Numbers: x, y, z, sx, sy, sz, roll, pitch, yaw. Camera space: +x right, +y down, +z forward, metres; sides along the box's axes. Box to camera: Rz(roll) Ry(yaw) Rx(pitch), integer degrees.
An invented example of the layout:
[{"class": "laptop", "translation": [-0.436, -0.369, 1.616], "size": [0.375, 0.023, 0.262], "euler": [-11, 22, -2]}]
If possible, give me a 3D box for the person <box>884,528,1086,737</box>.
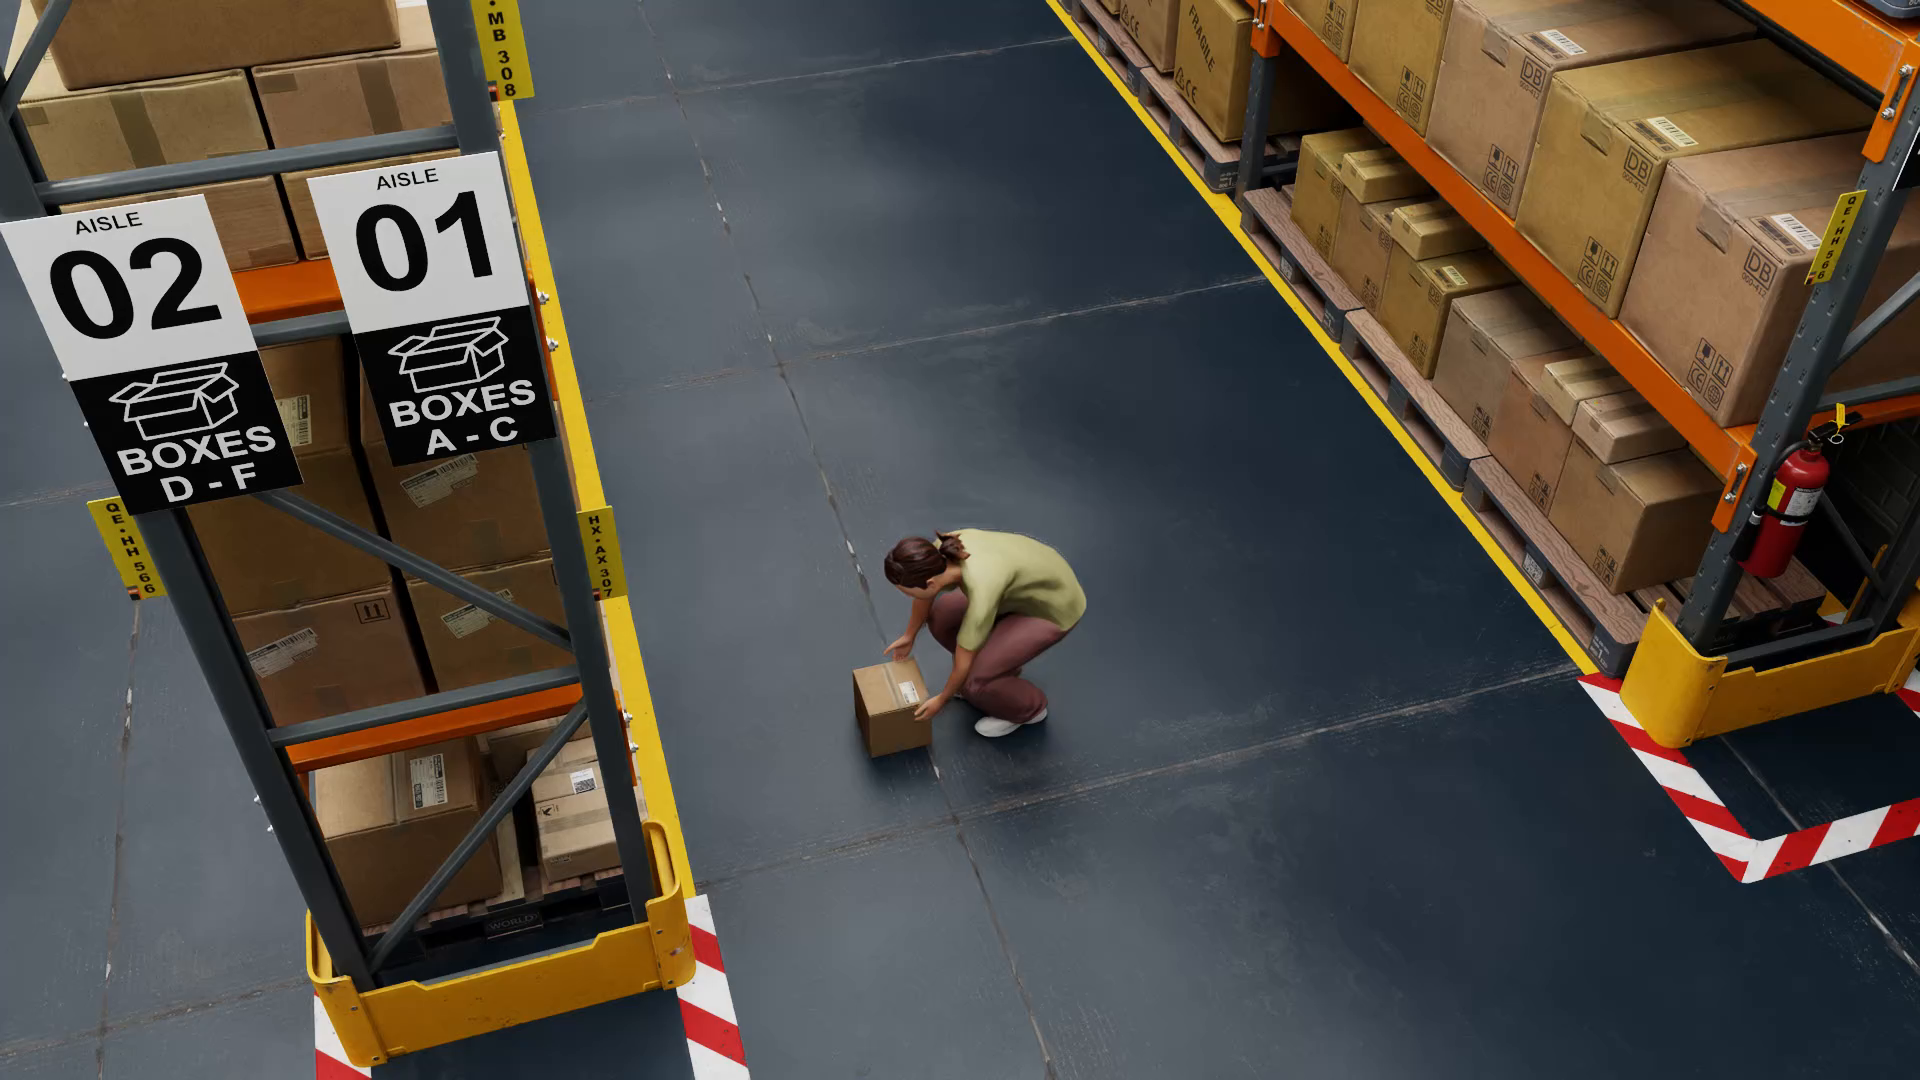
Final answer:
[{"class": "person", "translation": [0.097, 0.319, 6.298], "size": [0.777, 1.023, 0.491], "euler": [-12, 44, -13]}]
